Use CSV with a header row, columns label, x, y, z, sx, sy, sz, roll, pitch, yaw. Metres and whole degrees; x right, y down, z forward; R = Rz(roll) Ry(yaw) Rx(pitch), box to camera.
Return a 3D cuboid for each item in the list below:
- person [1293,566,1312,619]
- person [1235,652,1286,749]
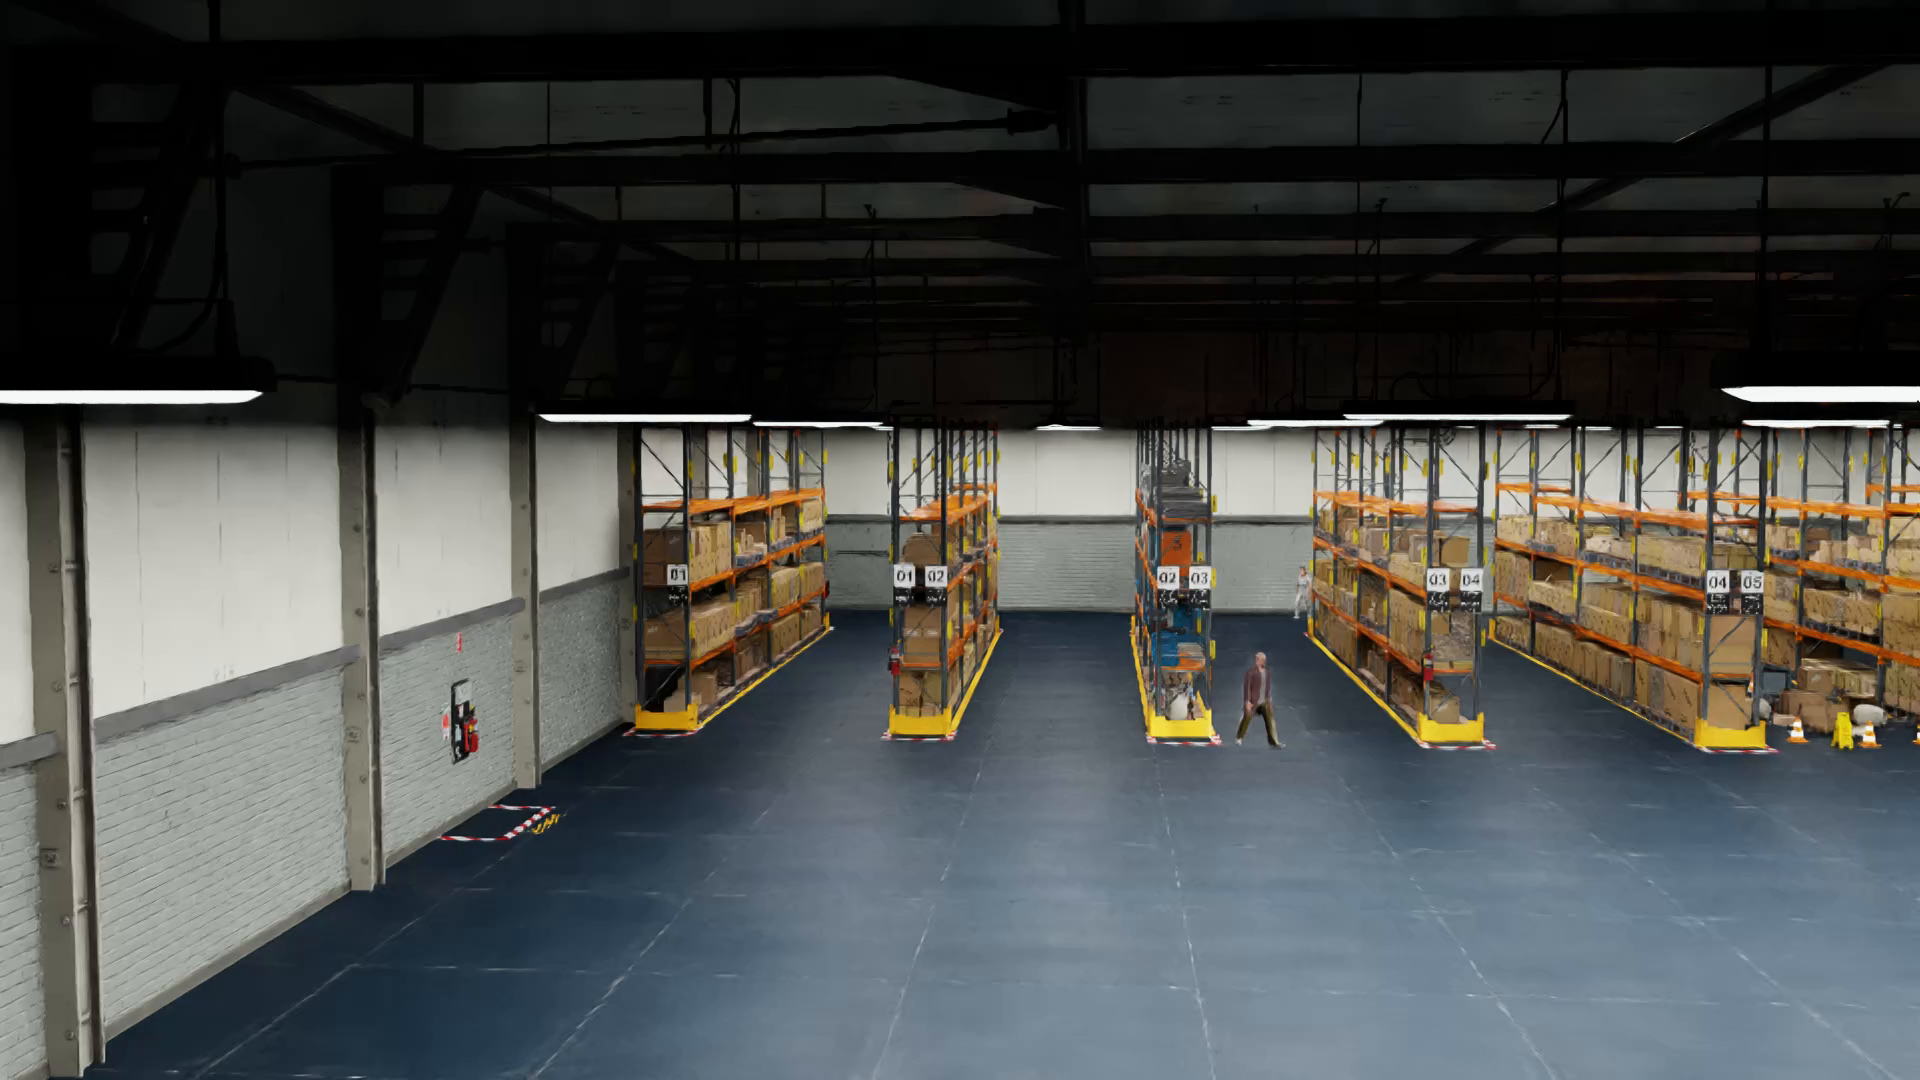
label,x,y,z,sx,sy,sz,roll,pitch,yaw
person,10.504,1.605,50.771,0.491,1.611,0.957,2,4,26
person,5.368,2.889,29.994,0.621,1.749,1.010,-1,4,-21
